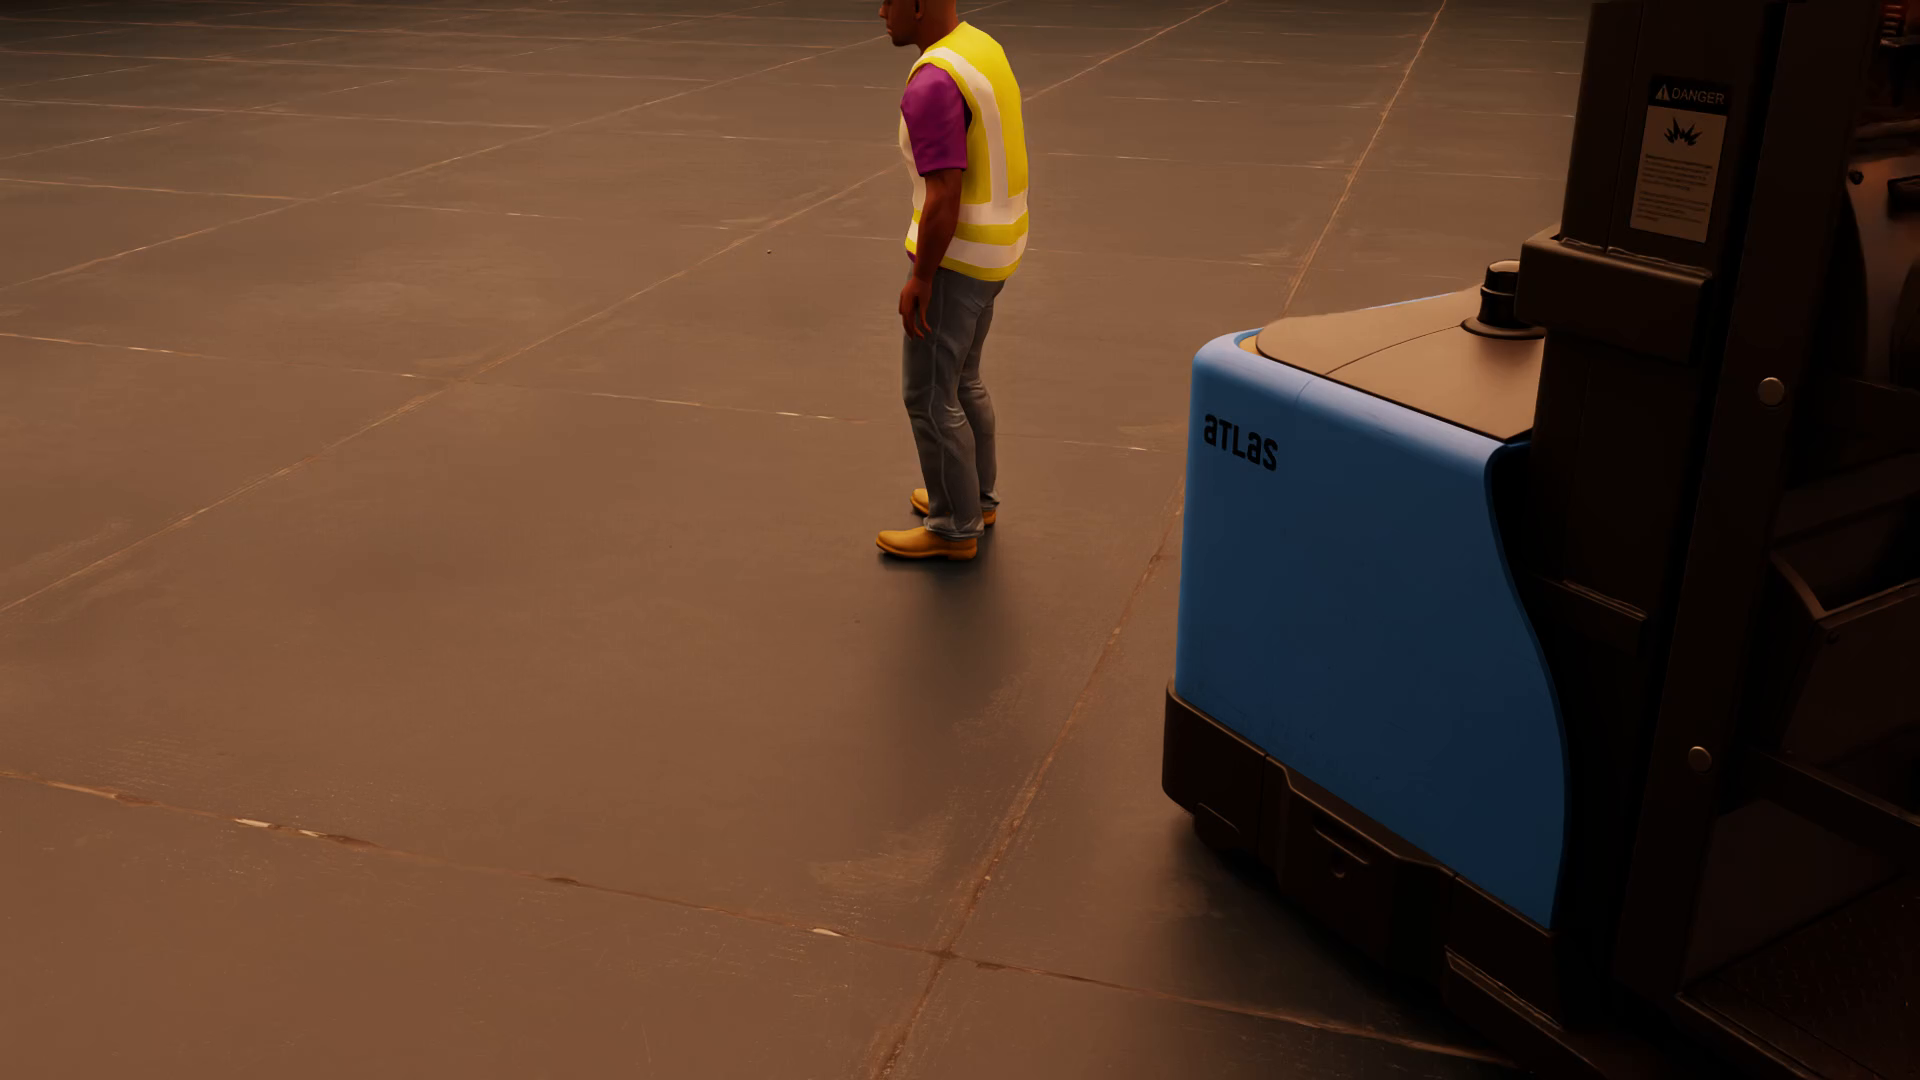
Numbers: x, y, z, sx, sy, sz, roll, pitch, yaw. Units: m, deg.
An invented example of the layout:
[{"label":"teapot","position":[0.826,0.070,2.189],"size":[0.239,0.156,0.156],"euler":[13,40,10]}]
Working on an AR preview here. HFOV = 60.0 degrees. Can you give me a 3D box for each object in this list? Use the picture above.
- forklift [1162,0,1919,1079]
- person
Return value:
[{"label":"forklift","position":[1.645,-0.378,2.196],"size":[1.130,2.935,3.031],"euler":[-13,26,-29]},{"label":"person","position":[-0.041,-0.813,4.789],"size":[0.460,1.760,0.626],"euler":[6,23,14]}]
